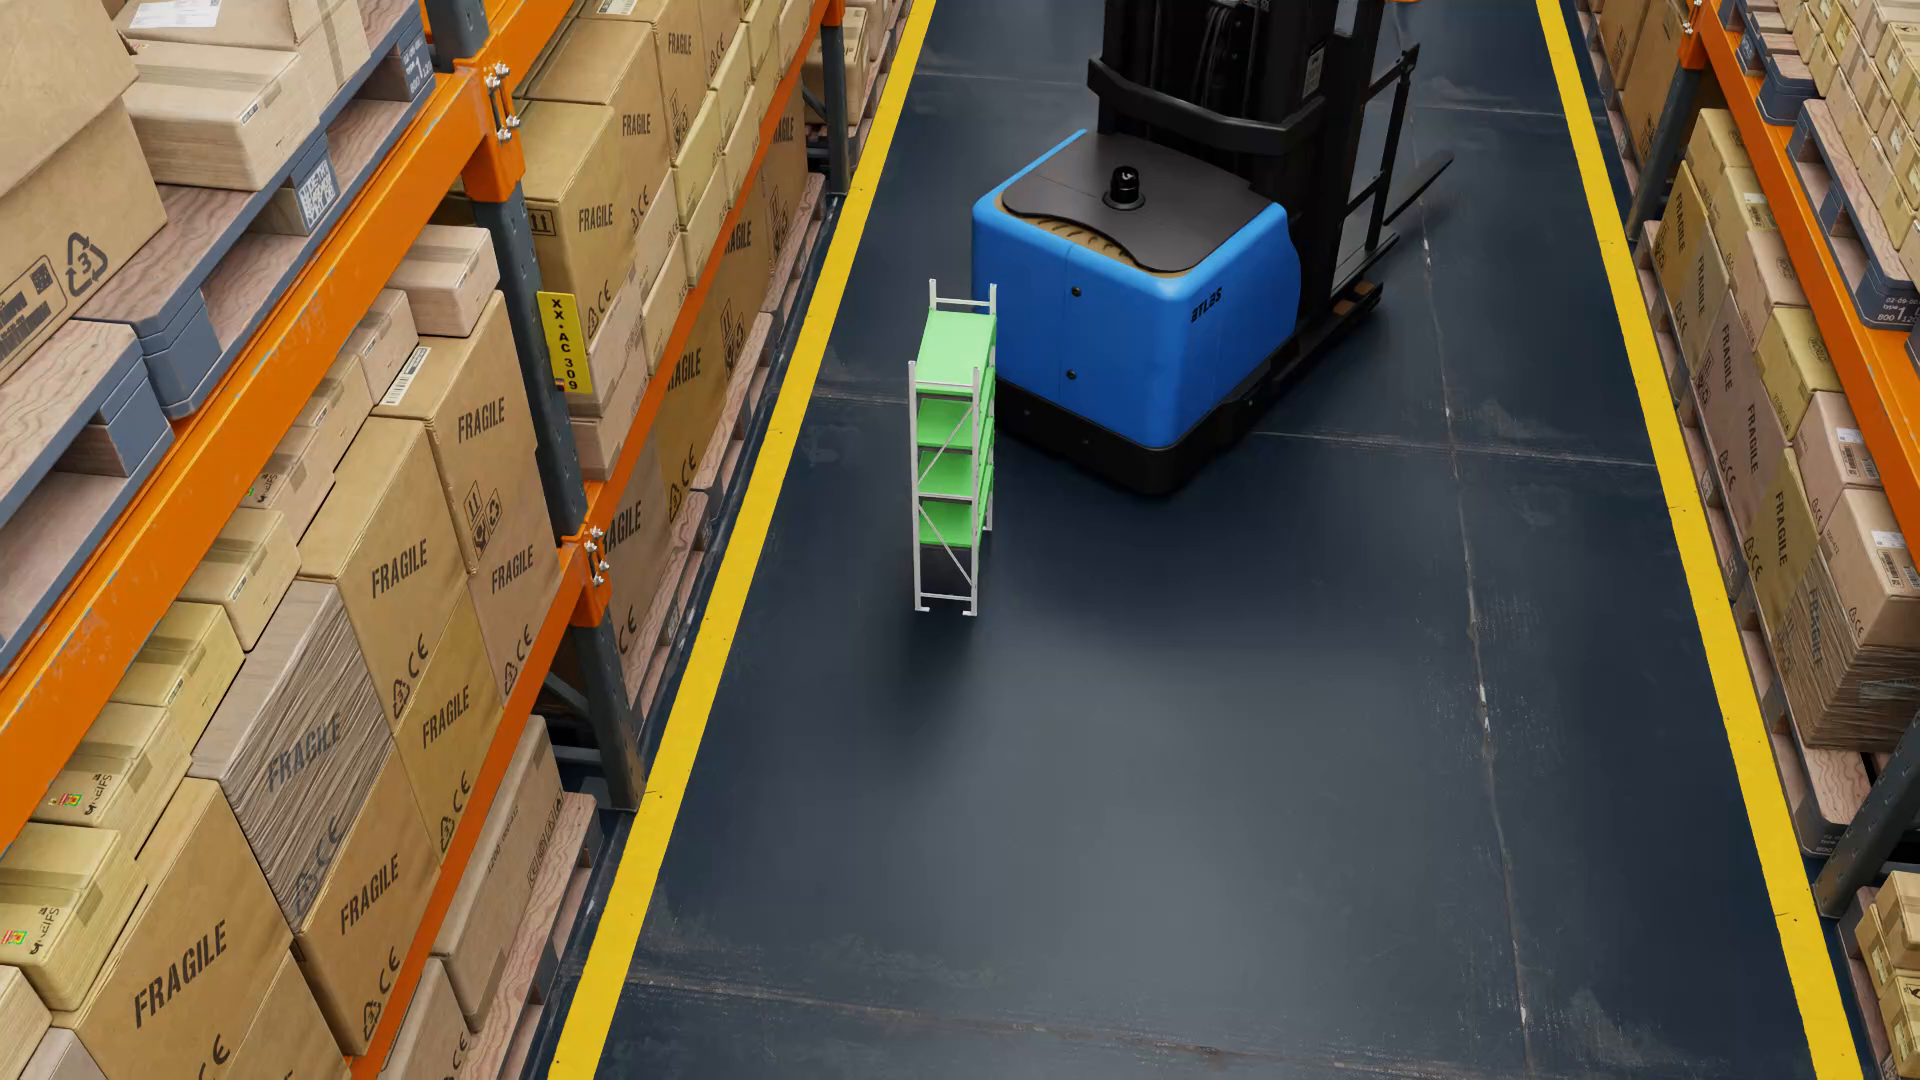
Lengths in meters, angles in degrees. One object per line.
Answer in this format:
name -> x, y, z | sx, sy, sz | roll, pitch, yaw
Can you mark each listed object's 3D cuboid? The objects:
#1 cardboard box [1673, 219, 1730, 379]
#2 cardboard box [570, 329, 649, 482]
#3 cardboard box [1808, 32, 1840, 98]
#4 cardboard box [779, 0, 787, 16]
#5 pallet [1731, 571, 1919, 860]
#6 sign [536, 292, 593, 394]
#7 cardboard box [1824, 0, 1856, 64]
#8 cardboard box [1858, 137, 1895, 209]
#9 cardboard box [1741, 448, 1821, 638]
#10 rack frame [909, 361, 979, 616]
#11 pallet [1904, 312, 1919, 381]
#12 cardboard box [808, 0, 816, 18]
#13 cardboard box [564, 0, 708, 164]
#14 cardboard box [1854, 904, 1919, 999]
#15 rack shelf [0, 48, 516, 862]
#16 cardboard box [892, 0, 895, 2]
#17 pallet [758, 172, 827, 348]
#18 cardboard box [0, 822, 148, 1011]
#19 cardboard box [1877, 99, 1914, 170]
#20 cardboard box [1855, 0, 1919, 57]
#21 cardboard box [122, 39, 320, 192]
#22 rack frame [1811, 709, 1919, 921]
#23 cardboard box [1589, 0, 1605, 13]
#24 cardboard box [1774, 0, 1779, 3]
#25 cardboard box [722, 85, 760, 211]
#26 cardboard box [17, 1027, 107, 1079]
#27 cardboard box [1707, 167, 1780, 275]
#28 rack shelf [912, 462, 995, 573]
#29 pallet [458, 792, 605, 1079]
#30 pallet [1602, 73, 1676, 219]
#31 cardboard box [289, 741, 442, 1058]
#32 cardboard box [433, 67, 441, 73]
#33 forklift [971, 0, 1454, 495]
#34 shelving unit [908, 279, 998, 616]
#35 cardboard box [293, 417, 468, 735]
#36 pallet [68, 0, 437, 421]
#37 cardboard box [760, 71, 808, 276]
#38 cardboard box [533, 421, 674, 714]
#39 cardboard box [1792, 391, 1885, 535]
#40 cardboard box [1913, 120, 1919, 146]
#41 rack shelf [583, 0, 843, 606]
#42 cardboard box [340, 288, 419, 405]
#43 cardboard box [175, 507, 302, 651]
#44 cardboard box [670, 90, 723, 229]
cardboard box -> 3.437, -1.017, 7.155 | 0.500, 0.500, 0.500 | 6, 44, 6
cardboard box -> -1.283, -0.450, 5.153 | 0.500, 0.250, 0.500 | 4, 44, 5
cardboard box -> 3.482, -1.798, 6.344 | 0.380, 0.149, 0.250 | 7, 44, 7
cardboard box -> -0.950, -2.379, 6.826 | 0.500, 0.250, 0.500 | 4, 44, 4
pallet -> 3.419, 0.634, 5.927 | 1.003, 0.211, 1.213 | 5, 44, 6
sign -> -1.052, -0.523, 4.433 | 0.100, 0.325, 0.005 | 5, 44, 6
cardboard box -> 3.484, -1.893, 6.228 | 0.380, 0.149, 0.250 | 5, 44, 6
cardboard box -> 3.378, -1.268, 5.784 | 0.380, 0.149, 0.250 | 4, 44, 4
cardboard box -> 3.234, 0.030, 6.049 | 0.500, 0.500, 0.500 | 4, 44, 5
rack frame -> -0.054, -0.157, 6.043 | 0.240, 1.200, 0.015 | 5, 44, 6
pallet -> 3.563, -0.286, 5.010 | 1.003, 0.211, 1.213 | 5, 44, 6
cardboard box -> -0.883, -2.532, 7.352 | 0.500, 0.250, 0.500 | 4, 44, 4
cardboard box -> -1.151, -1.593, 5.451 | 0.500, 0.500, 0.500 | 4, 44, 4
cardboard box -> 2.951, 1.254, 5.012 | 0.380, 0.149, 0.250 | 3, 44, 4
rack shelf -> -1.867, 0.306, 2.587 | 1.077, 0.370, 4.000 | 5, 44, 6
cardboard box -> -0.794, -3.557, 9.931 | 0.950, 0.372, 0.625 | 7, 44, 7
pallet -> -1.253, -1.412, 8.088 | 1.003, 0.211, 1.213 | 5, 44, 6
cardboard box -> -1.563, 0.592, 2.671 | 0.380, 0.149, 0.250 | 4, 44, 4
cardboard box -> 3.383, -1.370, 5.676 | 0.380, 0.149, 0.250 | 7, 44, 7
cardboard box -> 3.454, -1.839, 5.955 | 0.380, 0.149, 0.250 | 7, 44, 7
cardboard box -> -1.405, -0.771, 3.006 | 0.380, 0.149, 0.250 | 6, 44, 7
rack frame -> 3.317, 0.152, 4.408 | 1.000, 3.000, 0.127 | 5, 44, 6
cardboard box -> 4.251, -3.547, 9.645 | 1.050, 0.750, 0.750 | 5, 44, 6
cardboard box -> 3.587, -2.349, 6.926 | 0.380, 0.149, 0.250 | 5, 44, 5
cardboard box -> -1.057, -1.491, 6.252 | 0.500, 0.250, 0.500 | 5, 44, 5
cardboard box -> -1.664, 1.092, 2.615 | 0.500, 0.500, 0.500 | 5, 44, 5
cardboard box -> 3.448, -1.297, 6.906 | 0.500, 0.250, 0.500 | 5, 44, 5
rack shelf -> -0.022, -0.102, 6.427 | 0.258, 0.148, 0.480 | 5, 44, 6
pallet -> -1.781, 1.295, 5.229 | 1.003, 0.211, 1.213 | 5, 44, 6
pallet -> 4.025, -2.092, 8.806 | 1.003, 0.211, 1.213 | 5, 44, 6
cardboard box -> -1.525, 0.769, 3.683 | 0.500, 0.500, 0.500 | 5, 44, 5
cardboard box -> -1.731, -1.309, 5.151 | 0.500, 0.500, 0.500 | 6, 44, 6
forklift -> 1.336, -2.209, 6.951 | 1.130, 2.935, 3.031 | 28, 50, 27
shelving unit -> -0.022, -0.323, 6.218 | 0.258, 1.200, 0.503 | 5, 44, 6
cardboard box -> -1.466, 0.063, 3.701 | 0.500, 0.500, 0.500 | 5, 44, 5
pallet -> -1.721, -0.729, 3.221 | 1.003, 0.211, 1.213 | 5, 44, 6
cardboard box -> -1.247, -1.873, 7.786 | 0.875, 0.875, 0.875 | 5, 44, 5
cardboard box -> -1.600, -0.040, 5.850 | 0.875, 0.875, 0.875 | 6, 44, 7
cardboard box -> 3.246, -0.245, 5.794 | 0.500, 0.250, 0.500 | 7, 44, 7
cardboard box -> 3.350, -1.305, 5.391 | 0.380, 0.149, 0.250 | 3, 44, 4
rack shelf -> -1.338, -1.331, 6.497 | 1.077, 0.370, 4.000 | 5, 44, 6
cardboard box -> -1.470, -0.455, 3.777 | 0.380, 0.149, 0.250 | 6, 44, 7
cardboard box -> -1.526, 0.062, 3.231 | 0.380, 0.149, 0.250 | 5, 44, 5
cardboard box -> -1.131, -1.330, 5.718 | 0.500, 0.250, 0.500 | 6, 44, 6
